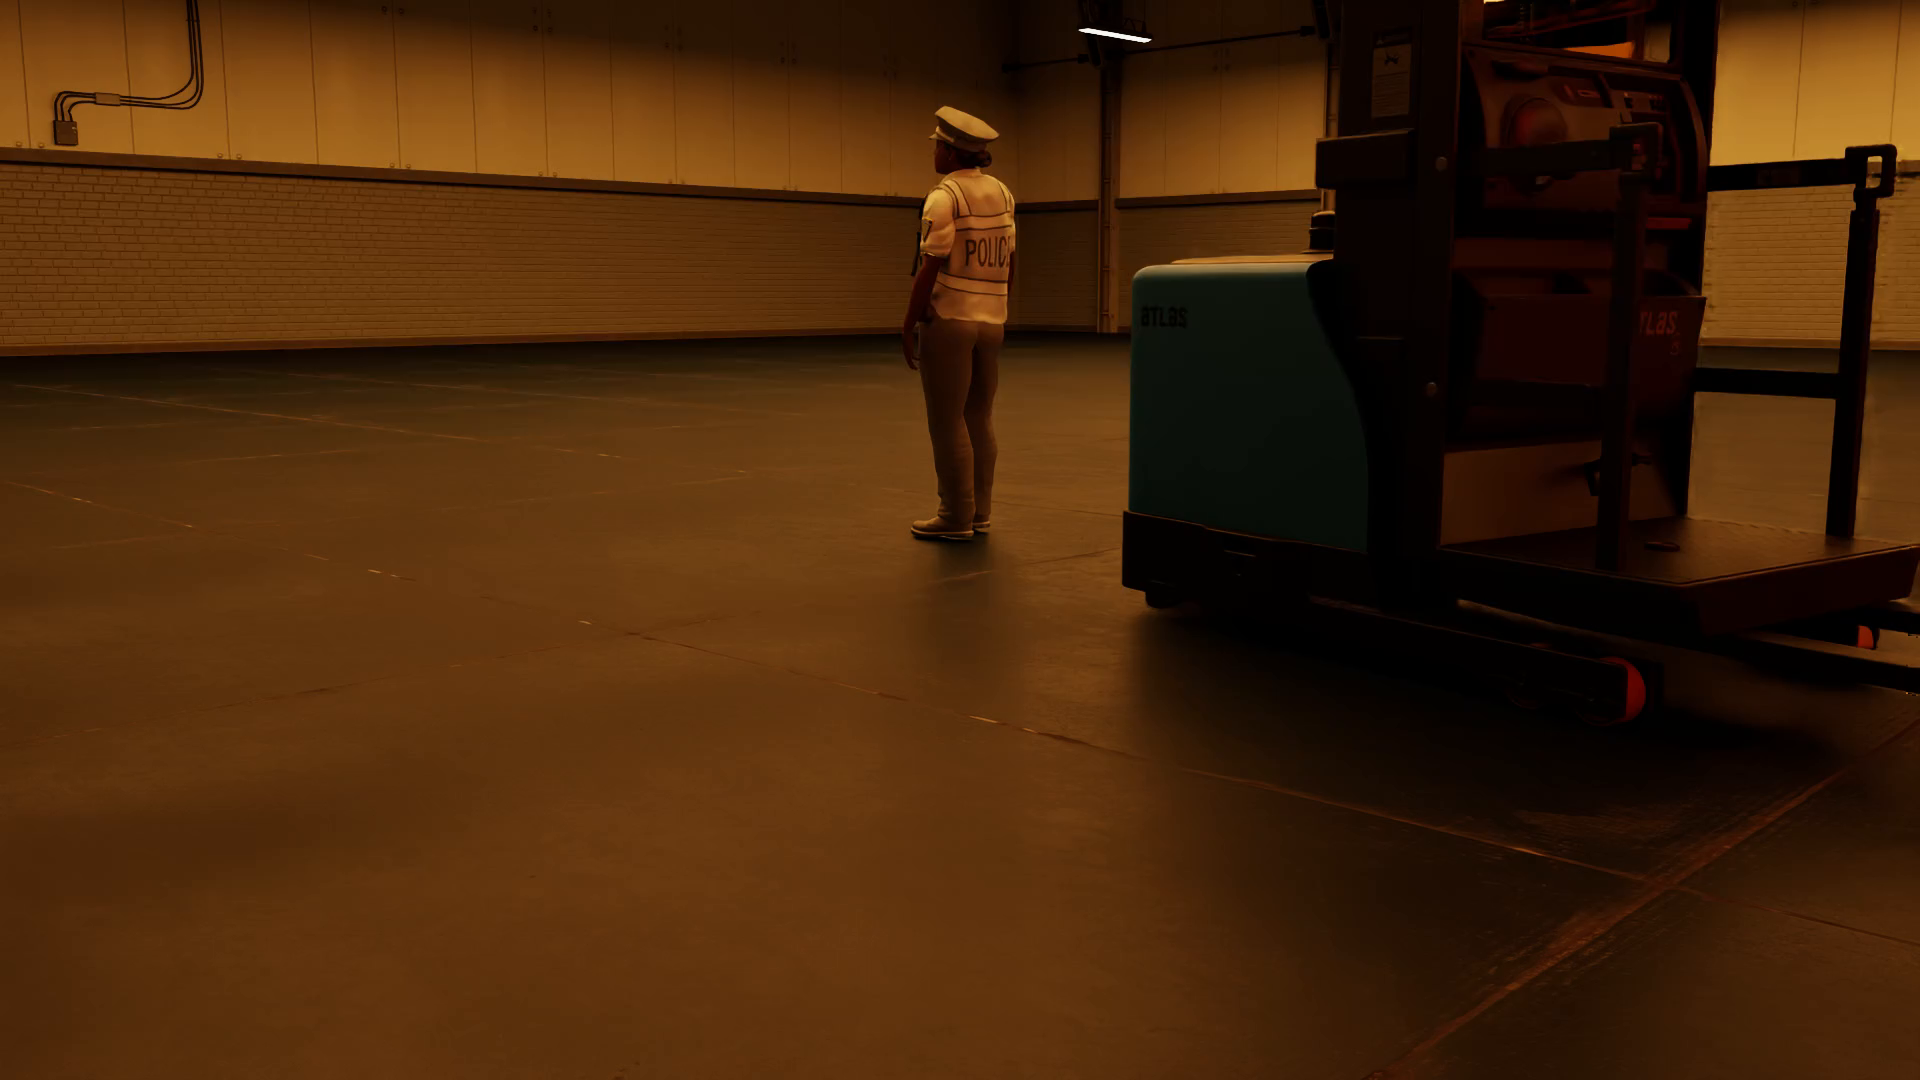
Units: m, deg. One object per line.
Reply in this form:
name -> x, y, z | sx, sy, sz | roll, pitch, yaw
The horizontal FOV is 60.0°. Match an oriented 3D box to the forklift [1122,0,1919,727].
forklift -> 1.757, -1.096, 4.155 | 1.130, 2.935, 3.031 | -6, 10, -34

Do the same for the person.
person -> -0.041, -0.855, 6.655 | 0.528, 1.697, 0.570 | 8, 12, 43
